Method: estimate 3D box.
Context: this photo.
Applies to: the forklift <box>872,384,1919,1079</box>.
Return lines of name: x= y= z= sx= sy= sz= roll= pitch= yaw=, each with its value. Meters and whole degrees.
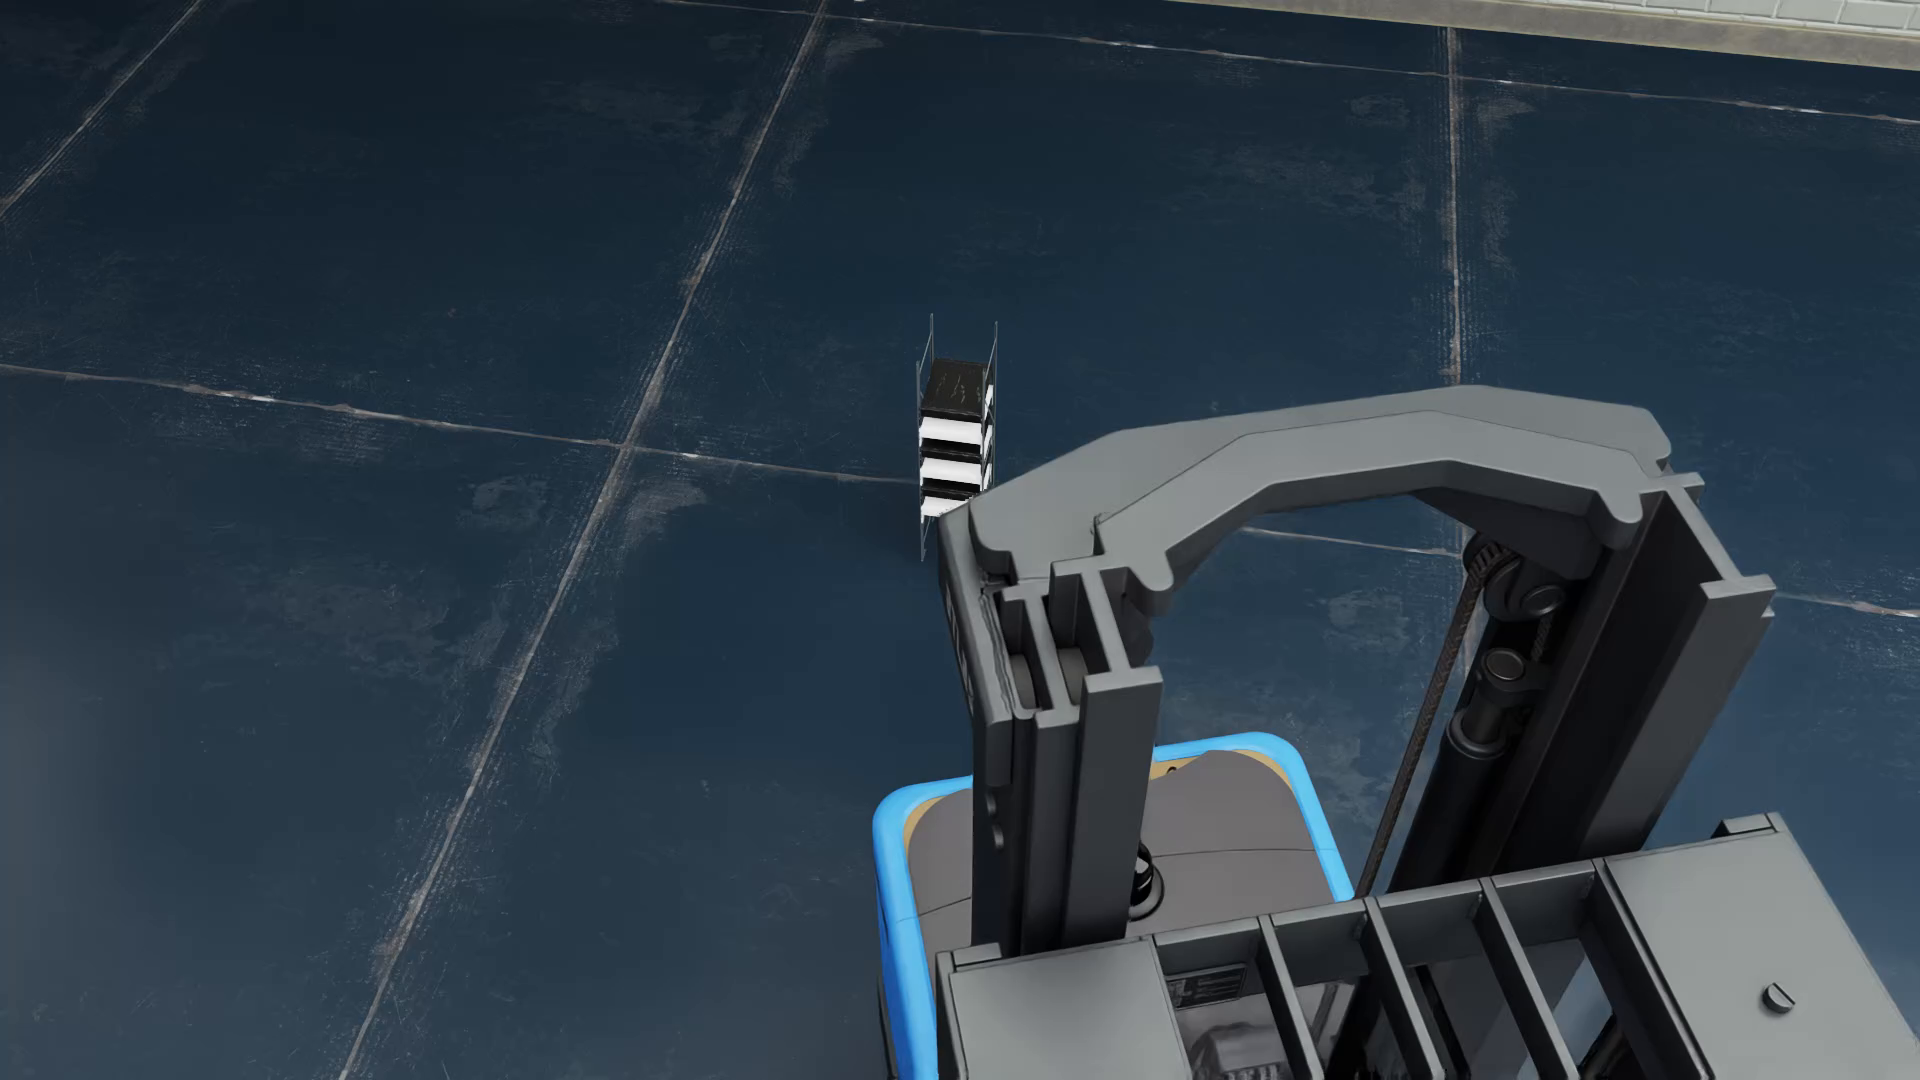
forklift: x=0.558 y=1.324 z=2.590 sx=1.130 sy=2.935 sz=3.031 roll=-8 pitch=49 yaw=-7

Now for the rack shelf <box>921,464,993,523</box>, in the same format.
rack shelf: x=-0.008 y=-0.159 z=5.575 sx=0.200 sy=0.077 sz=0.258 roll=8 pitch=49 yaw=7

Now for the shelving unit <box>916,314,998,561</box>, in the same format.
shelving unit: x=-0.008 y=-0.302 z=5.416 sx=0.210 sy=0.900 sz=0.258 roll=8 pitch=49 yaw=7

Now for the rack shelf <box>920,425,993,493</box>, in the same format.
rack shelf: x=-0.008 y=-0.280 z=5.441 sx=0.200 sy=0.077 sz=0.258 roll=8 pitch=49 yaw=7

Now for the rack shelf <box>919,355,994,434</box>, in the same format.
rack shelf: x=-0.008 y=-0.460 z=5.240 sx=0.200 sy=0.077 sz=0.258 roll=8 pitch=49 yaw=7

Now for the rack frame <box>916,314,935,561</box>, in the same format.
rack frame: x=-0.108 y=-0.315 z=5.428 sx=0.006 sy=0.900 sz=0.240 roll=8 pitch=49 yaw=7

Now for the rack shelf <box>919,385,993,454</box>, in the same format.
rack shelf: x=-0.008 y=-0.400 z=5.307 sx=0.200 sy=0.077 sz=0.258 roll=8 pitch=49 yaw=7

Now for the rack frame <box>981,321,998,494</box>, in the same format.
rack frame: x=0.092 y=-0.288 z=5.404 sx=0.006 sy=0.900 sz=0.240 roll=8 pitch=49 yaw=7
